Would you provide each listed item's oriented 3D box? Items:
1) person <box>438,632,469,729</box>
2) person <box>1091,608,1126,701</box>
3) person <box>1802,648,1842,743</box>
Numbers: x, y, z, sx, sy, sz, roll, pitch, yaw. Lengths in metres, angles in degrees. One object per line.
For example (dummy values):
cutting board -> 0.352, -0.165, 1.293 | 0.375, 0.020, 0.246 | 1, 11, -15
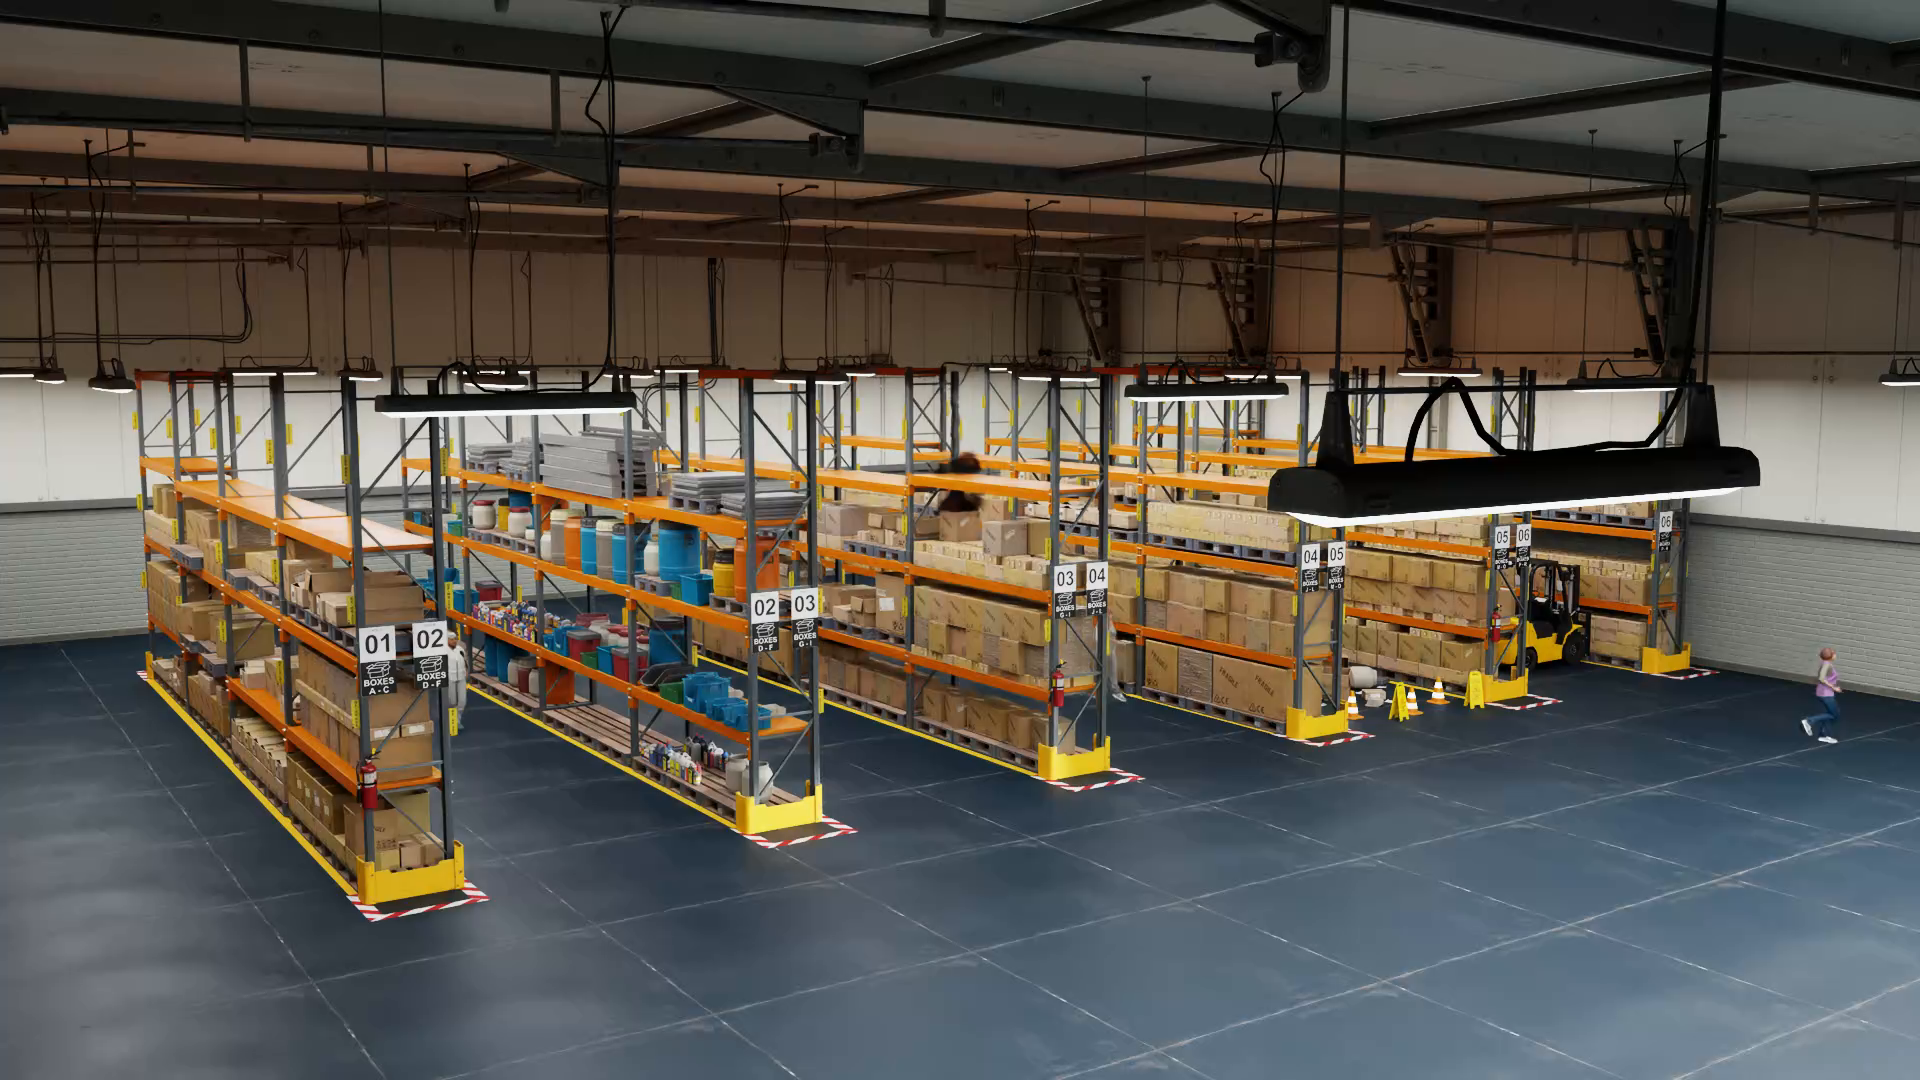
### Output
person -> -8.600, 2.364, 28.179 | 0.614, 1.631, 0.575 | -6, 8, -40
person -> 2.526, 1.974, 28.906 | 0.816, 1.616, 0.540 | 6, 9, 43
person -> 14.024, 2.514, 27.024 | 0.557, 1.553, 0.534 | 3, 7, 25
